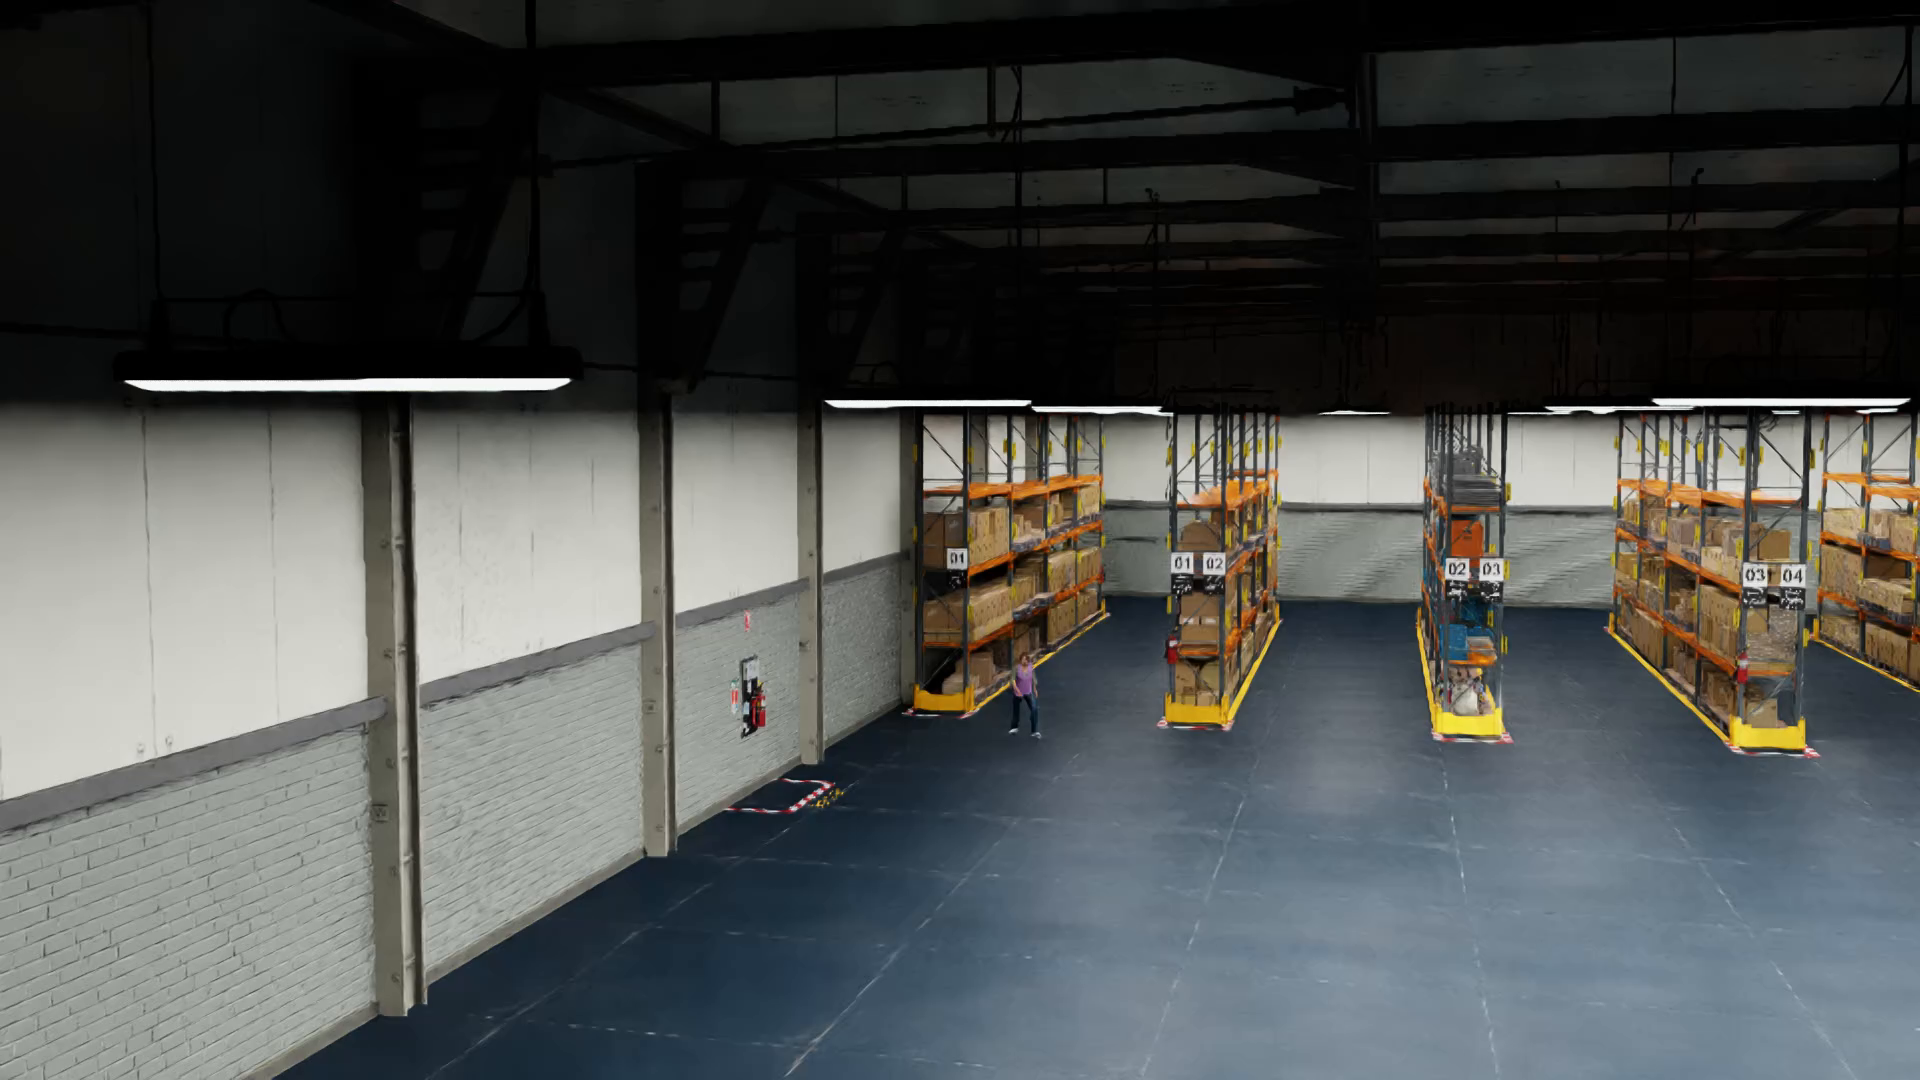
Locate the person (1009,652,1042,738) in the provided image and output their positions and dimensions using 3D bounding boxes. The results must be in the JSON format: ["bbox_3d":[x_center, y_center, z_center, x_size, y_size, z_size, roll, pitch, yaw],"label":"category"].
[{"bbox_3d":[1.151,2.747,29.785,0.566,1.531,0.767,0,4,-6],"label":"person"}]

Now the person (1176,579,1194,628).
[{"bbox_3d":[6.060,1.582,44.890,0.677,1.671,0.534,1,4,12],"label":"person"}]
